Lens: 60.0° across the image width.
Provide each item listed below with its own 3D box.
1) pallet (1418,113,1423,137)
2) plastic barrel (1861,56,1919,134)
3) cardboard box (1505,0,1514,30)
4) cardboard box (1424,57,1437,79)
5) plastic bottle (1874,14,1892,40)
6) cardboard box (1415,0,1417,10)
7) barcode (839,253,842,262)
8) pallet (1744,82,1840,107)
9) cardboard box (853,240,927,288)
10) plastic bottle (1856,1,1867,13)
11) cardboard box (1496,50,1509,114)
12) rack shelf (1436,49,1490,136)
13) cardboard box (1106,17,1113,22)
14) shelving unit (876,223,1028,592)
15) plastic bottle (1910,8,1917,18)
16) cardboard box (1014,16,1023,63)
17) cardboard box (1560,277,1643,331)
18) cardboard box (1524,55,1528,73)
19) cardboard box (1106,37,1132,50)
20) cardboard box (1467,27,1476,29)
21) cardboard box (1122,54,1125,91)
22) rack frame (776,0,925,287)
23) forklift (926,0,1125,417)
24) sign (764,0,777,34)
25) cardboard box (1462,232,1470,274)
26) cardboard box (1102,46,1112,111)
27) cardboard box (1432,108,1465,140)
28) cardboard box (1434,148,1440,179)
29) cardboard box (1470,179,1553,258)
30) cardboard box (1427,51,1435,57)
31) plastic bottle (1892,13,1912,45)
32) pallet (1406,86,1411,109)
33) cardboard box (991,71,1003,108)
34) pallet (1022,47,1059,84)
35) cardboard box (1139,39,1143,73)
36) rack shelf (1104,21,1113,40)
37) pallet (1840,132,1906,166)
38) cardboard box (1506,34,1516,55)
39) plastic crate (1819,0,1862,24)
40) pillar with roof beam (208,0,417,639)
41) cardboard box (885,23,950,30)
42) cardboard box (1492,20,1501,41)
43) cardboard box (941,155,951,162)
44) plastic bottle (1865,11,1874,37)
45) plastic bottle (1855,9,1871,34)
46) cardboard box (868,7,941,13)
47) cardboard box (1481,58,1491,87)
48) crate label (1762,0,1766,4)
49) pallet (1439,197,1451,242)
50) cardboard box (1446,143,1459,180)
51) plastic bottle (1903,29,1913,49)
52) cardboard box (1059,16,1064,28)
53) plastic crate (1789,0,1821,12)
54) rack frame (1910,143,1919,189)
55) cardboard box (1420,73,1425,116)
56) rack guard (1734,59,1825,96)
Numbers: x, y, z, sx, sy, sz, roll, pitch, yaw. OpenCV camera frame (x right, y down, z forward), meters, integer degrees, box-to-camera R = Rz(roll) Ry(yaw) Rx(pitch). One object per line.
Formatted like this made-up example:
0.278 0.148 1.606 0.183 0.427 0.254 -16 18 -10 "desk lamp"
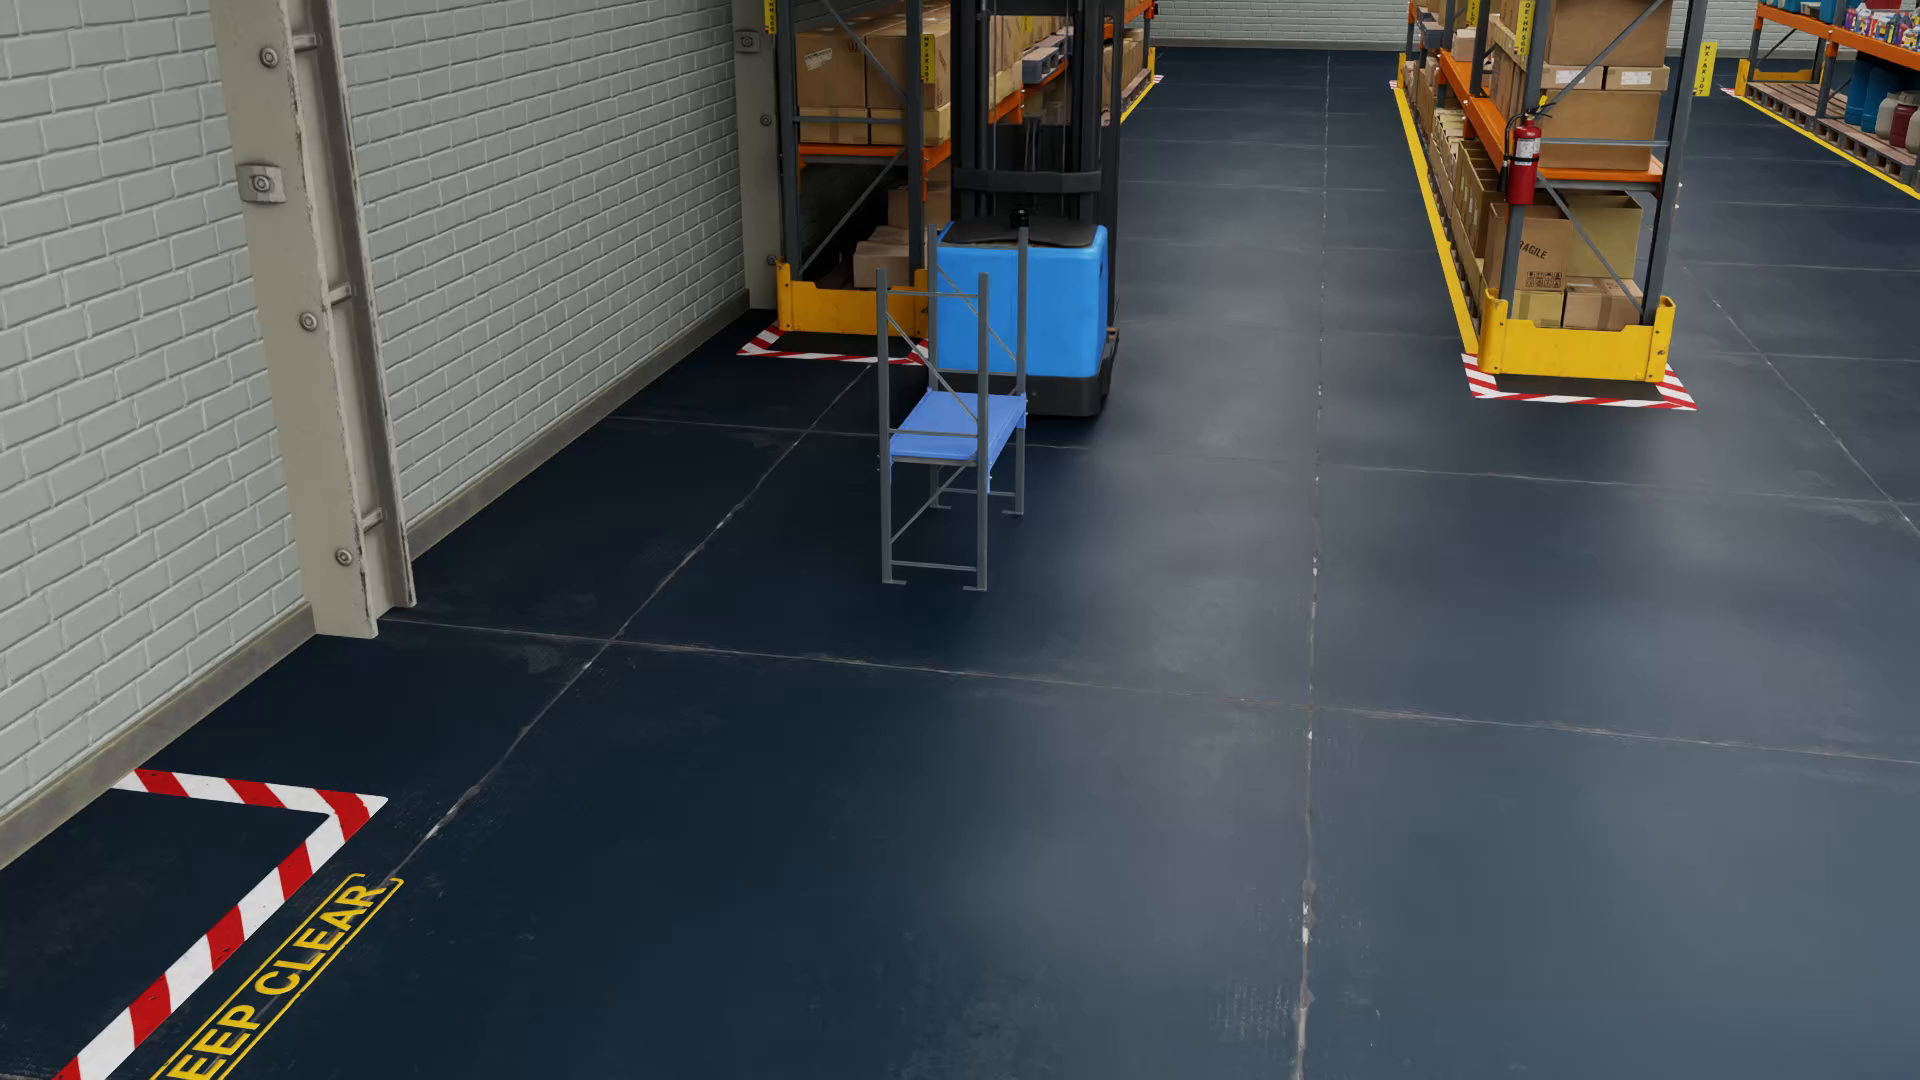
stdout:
6.415 -5.334 21.314 1.003 0.211 1.213 4 22 11 "pallet"
11.120 -5.313 19.778 0.600 0.901 0.708 4 22 11 "plastic barrel"
4.725 -4.302 13.150 0.700 0.500 0.500 4 22 11 "cardboard box"
6.003 -5.796 20.483 0.500 0.250 0.500 5 22 11 "cardboard box"
10.689 -5.927 19.222 0.152 0.276 0.135 4 22 11 "plastic bottle"
6.703 -7.739 23.421 0.500 0.500 0.500 5 22 12 "cardboard box"
-0.913 -2.159 12.698 0.001 0.075 0.075 4 22 11 "barcode"
12.002 -6.419 24.010 1.003 0.211 1.213 4 22 11 "pallet"
-0.526 -2.118 12.608 0.500 0.311 0.500 2 22 5 "cardboard box"
10.995 -6.407 20.312 0.144 0.351 0.185 4 22 11 "plastic bottle"
4.726 -3.692 13.371 0.700 0.500 0.500 4 22 10 "cardboard box"
5.320 -4.399 16.225 1.077 0.370 4.000 4 22 11 "rack shelf"
1.780 -6.765 21.445 0.380 0.149 0.250 4 22 11 "cardboard box"
-0.017 -0.664 7.996 0.538 1.500 1.048 4 22 11 "shelving unit"
11.628 -6.322 20.202 0.152 0.276 0.135 4 22 11 "plastic bottle"
0.268 -4.469 14.605 0.500 0.500 0.500 4 22 11 "cardboard box"
4.423 -1.637 11.522 0.500 0.250 0.500 4 22 11 "cardboard box"
4.144 -3.322 11.584 0.380 0.149 0.250 5 22 12 "cardboard box"
2.302 -7.208 24.151 0.380 0.149 0.250 4 22 9 "cardboard box"
5.611 -5.294 17.601 0.500 0.311 0.500 6 23 14 "cardboard box"
1.947 -6.605 23.522 0.700 0.500 0.500 5 22 12 "cardboard box"
-0.755 -2.915 11.576 1.000 3.000 0.127 4 22 11 "rack frame"
0.518 -2.617 10.928 1.130 2.935 3.031 3 22 8 "forklift"
-1.294 -3.648 11.424 0.100 0.325 0.005 4 22 11 "sign"
4.210 -2.226 12.985 0.500 0.250 0.500 4 22 11 "cardboard box"
1.510 -5.928 21.374 0.750 0.750 0.750 5 23 13 "cardboard box"
5.333 -4.475 17.817 0.500 0.311 0.500 5 23 13 "cardboard box"
5.132 -3.840 16.992 0.500 0.250 0.500 4 22 10 "cardboard box"
4.103 -2.392 12.391 0.500 0.500 0.500 4 22 11 "cardboard box"
6.922 -6.661 23.630 0.797 0.503 0.637 4 22 11 "cardboard box"
10.548 -5.716 18.598 0.144 0.351 0.185 4 22 11 "plastic bottle"
6.932 -6.332 23.795 1.003 0.211 1.213 4 22 11 "pallet"
0.064 -3.755 13.835 0.500 0.250 0.500 4 22 11 "cardboard box"
0.360 -4.557 15.911 1.003 0.211 1.213 4 22 11 "pallet"
2.465 -7.538 25.840 0.700 0.500 0.500 4 22 11 "cardboard box"
1.286 -6.239 20.792 1.077 0.370 4.000 4 22 11 "rack shelf"
10.947 -4.528 19.315 1.003 0.211 1.213 4 22 11 "pallet"
4.408 -3.794 12.756 0.380 0.149 0.250 4 22 9 "cardboard box"
11.154 -6.766 21.078 0.392 0.384 0.575 4 22 11 "plastic crate"
1.531 -3.497 4.992 9.100 9.000 0.400 4 22 11 "pillar with roof beam"
-0.253 -3.534 12.284 0.500 0.500 0.500 5 22 11 "cardboard box"
4.667 -4.265 13.927 0.380 0.149 0.250 4 22 11 "cardboard box"
0.195 -3.693 16.265 0.700 0.500 0.500 5 23 13 "cardboard box"
10.719 -6.068 19.561 0.061 0.283 0.133 4 22 11 "plastic bottle"
10.850 -6.217 19.941 0.152 0.276 0.135 4 22 11 "plastic bottle"
-0.455 -4.139 13.785 0.500 0.500 0.500 5 22 12 "cardboard box"
4.911 -4.275 15.133 0.396 0.266 0.258 4 22 10 "cardboard box"
11.836 -7.896 24.089 0.416 0.233 0.303 4 22 11 "crate label"
5.024 -2.981 15.472 1.003 0.211 1.213 4 22 11 "pallet"
4.814 -3.542 15.501 0.500 0.311 0.500 5 22 12 "cardboard box"
10.449 -5.513 18.292 0.097 0.201 0.097 0 22 0 "plastic bottle"
0.791 -5.919 18.311 0.700 0.500 0.500 2 22 5 "cardboard box"
11.506 -7.305 22.621 0.416 0.233 0.300 4 22 11 "plastic crate"
10.576 -5.086 16.966 1.000 3.000 0.127 4 22 11 "rack frame"
6.109 -5.618 21.044 0.500 0.500 0.500 5 22 12 "cardboard box"
12.201 -6.862 24.722 1.175 0.500 0.348 4 22 11 "rack guard"
